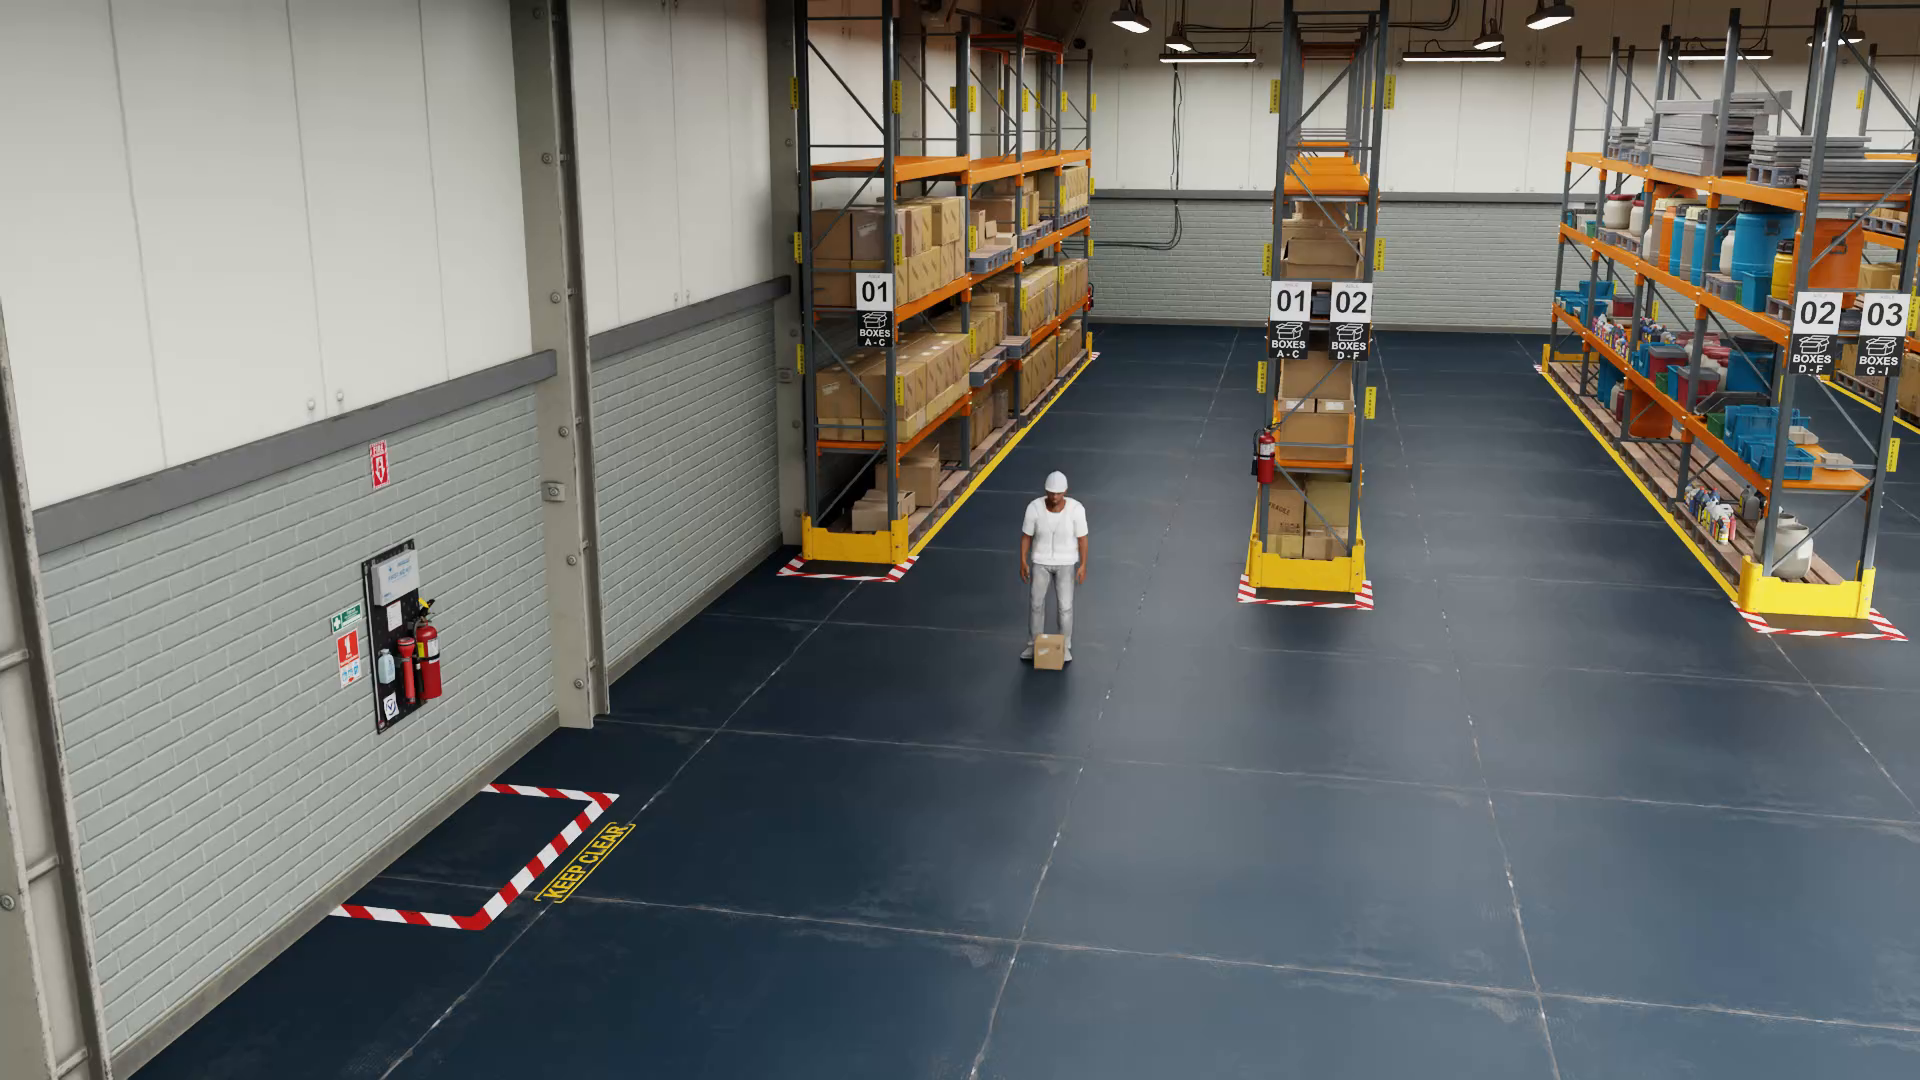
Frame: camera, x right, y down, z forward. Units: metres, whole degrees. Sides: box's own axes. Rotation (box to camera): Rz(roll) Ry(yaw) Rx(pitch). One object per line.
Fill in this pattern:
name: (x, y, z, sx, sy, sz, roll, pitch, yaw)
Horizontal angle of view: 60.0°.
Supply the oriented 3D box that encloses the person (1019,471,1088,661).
person: (0.849, 0.227, 15.102, 0.618, 1.760, 0.460, 2, 15, 9)
